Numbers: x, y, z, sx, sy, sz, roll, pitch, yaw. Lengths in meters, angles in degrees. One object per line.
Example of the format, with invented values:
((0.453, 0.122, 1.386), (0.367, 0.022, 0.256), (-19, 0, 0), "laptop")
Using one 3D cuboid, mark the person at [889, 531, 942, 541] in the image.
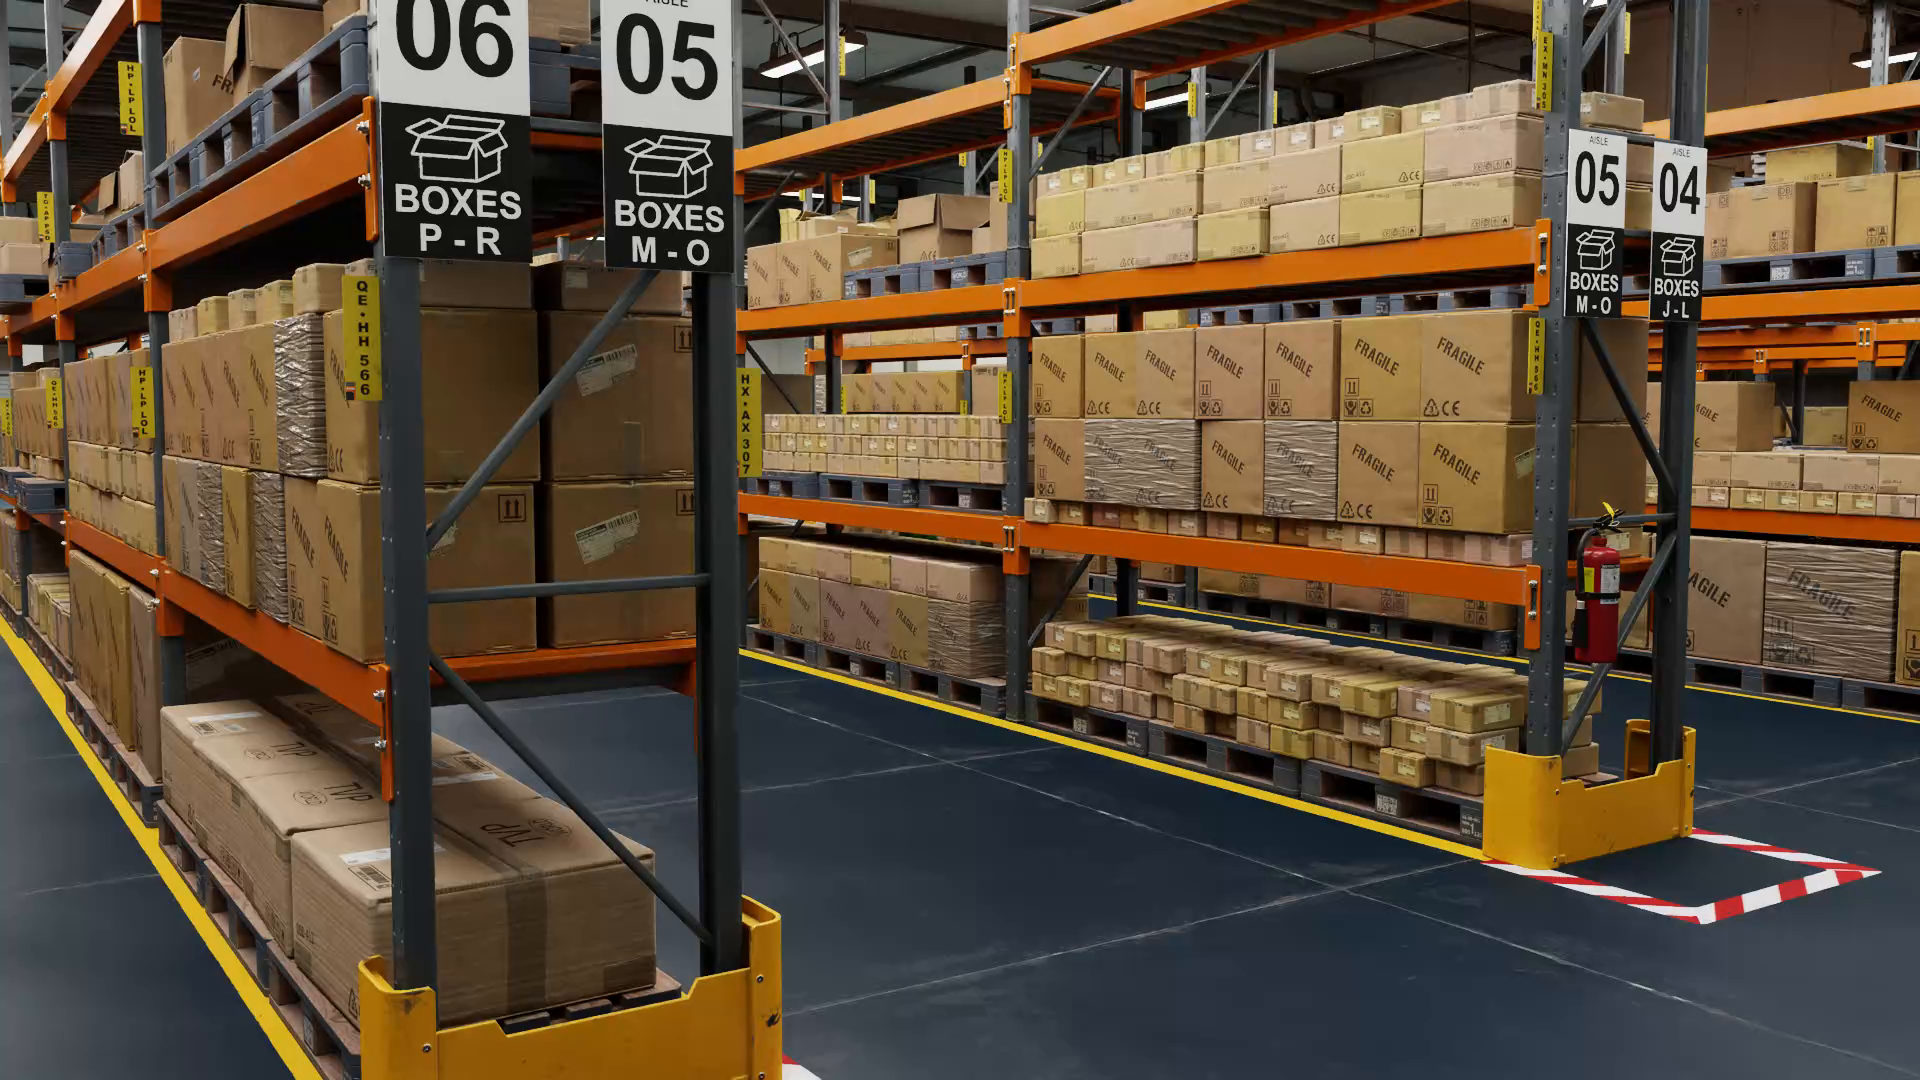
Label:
((-0.399, -0.110, 15.544), (0.604, 1.778, 0.450), (-3, 6, -36), "person")
